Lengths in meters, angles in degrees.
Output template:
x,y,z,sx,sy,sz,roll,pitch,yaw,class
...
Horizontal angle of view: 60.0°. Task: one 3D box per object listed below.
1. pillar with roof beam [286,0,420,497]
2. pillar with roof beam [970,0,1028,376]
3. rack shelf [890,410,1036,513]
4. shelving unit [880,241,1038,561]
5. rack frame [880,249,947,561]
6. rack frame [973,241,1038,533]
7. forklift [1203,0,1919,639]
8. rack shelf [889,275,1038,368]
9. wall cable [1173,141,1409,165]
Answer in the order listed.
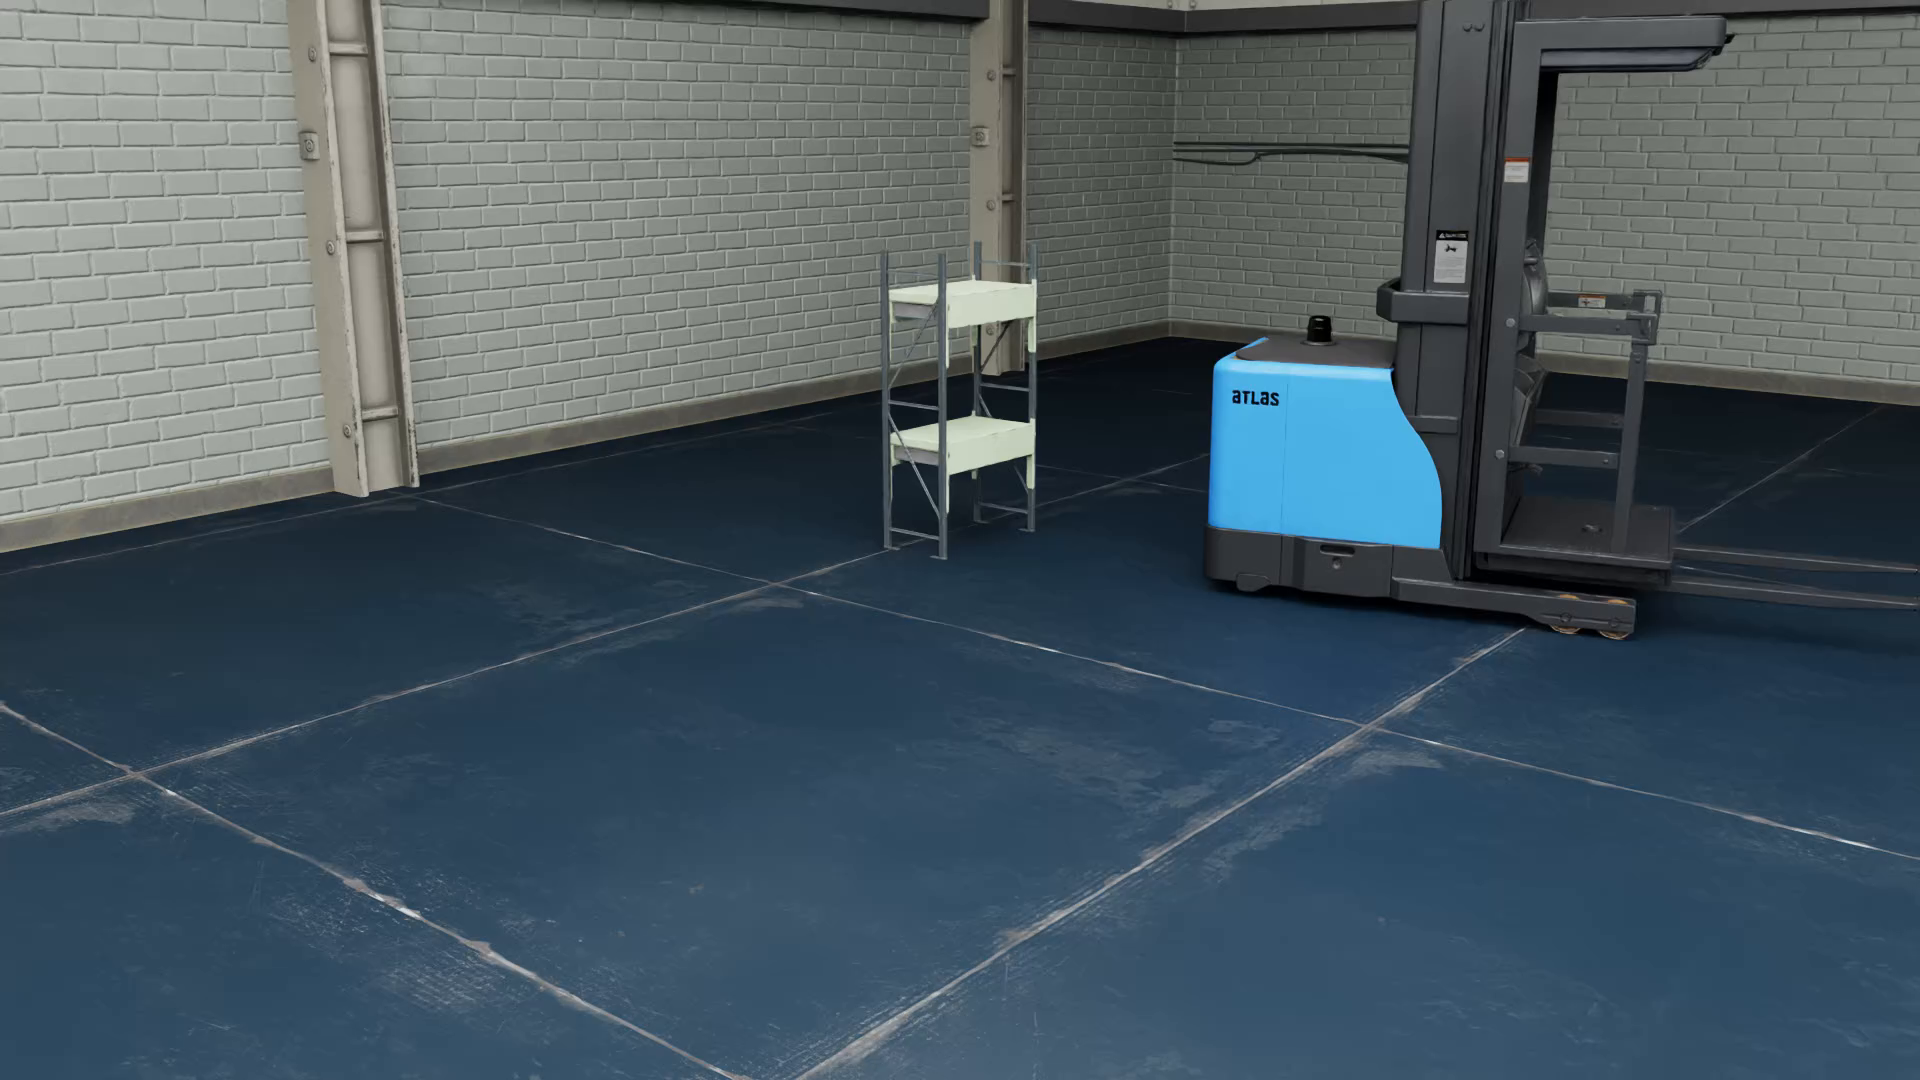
x,y,z,sx,sy,sz,roll,pitch,yaw,class
-0.101,-4.002,6.099,9.100,9.000,0.400,11,18,38,pillar with roof beam
3.670,-5.151,10.622,9.100,9.000,0.400,11,18,38,pillar with roof beam
0.004,-0.412,8.524,0.431,0.370,0.720,11,18,38,rack shelf
0.004,-0.728,8.443,0.431,1.500,0.755,11,18,38,shelving unit
-0.226,-0.658,8.167,0.400,1.500,0.023,11,18,38,rack frame
0.234,-0.798,8.719,0.400,1.500,0.023,11,18,38,rack frame
2.693,-1.152,7.205,3.031,2.935,1.130,6,15,22,forklift
0.004,-1.106,8.347,0.431,0.370,0.720,11,18,38,rack shelf
3.202,-4.672,15.042,3.097,2.526,0.112,11,18,38,wall cable
